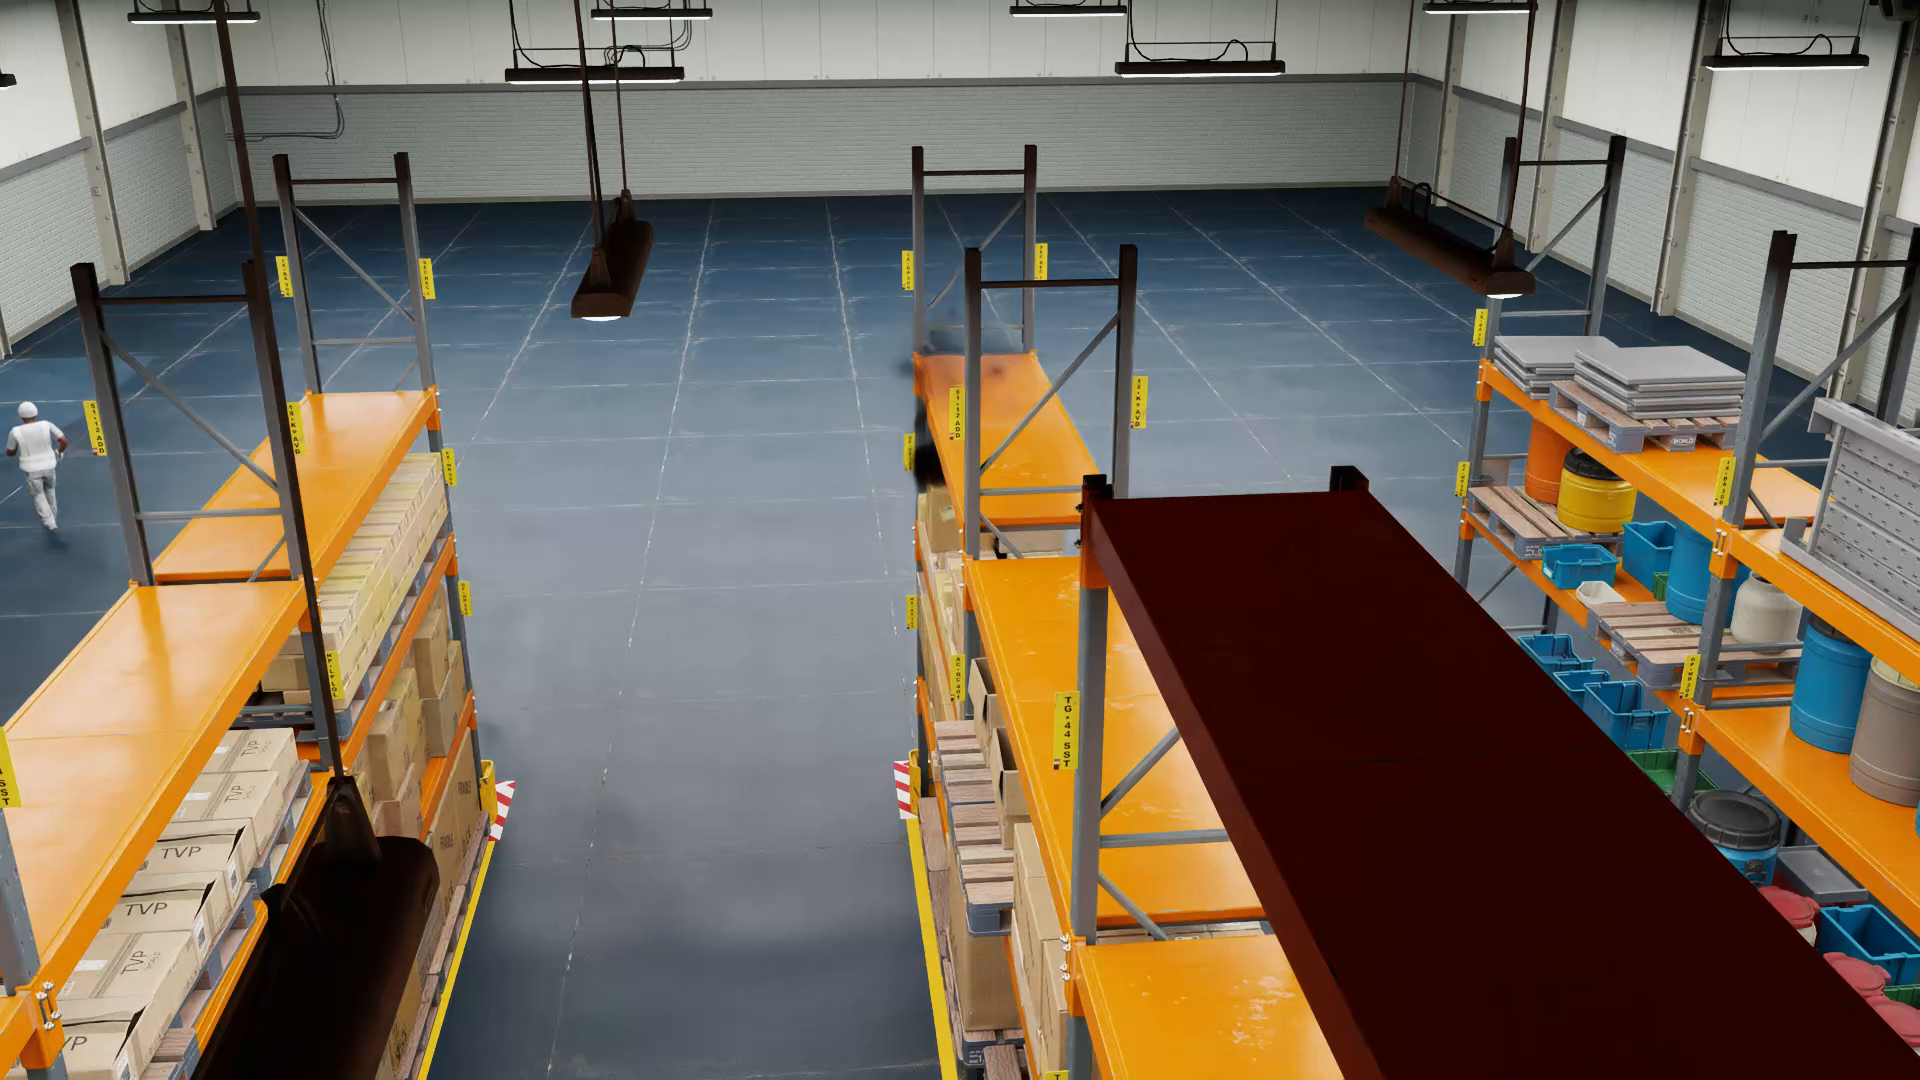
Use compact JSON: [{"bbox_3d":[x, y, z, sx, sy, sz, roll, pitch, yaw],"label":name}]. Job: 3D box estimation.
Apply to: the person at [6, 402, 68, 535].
[{"bbox_3d":[-11.904,-0.919,21.508,0.677,1.793,0.862,-19,29,-40],"label":"person"}]
